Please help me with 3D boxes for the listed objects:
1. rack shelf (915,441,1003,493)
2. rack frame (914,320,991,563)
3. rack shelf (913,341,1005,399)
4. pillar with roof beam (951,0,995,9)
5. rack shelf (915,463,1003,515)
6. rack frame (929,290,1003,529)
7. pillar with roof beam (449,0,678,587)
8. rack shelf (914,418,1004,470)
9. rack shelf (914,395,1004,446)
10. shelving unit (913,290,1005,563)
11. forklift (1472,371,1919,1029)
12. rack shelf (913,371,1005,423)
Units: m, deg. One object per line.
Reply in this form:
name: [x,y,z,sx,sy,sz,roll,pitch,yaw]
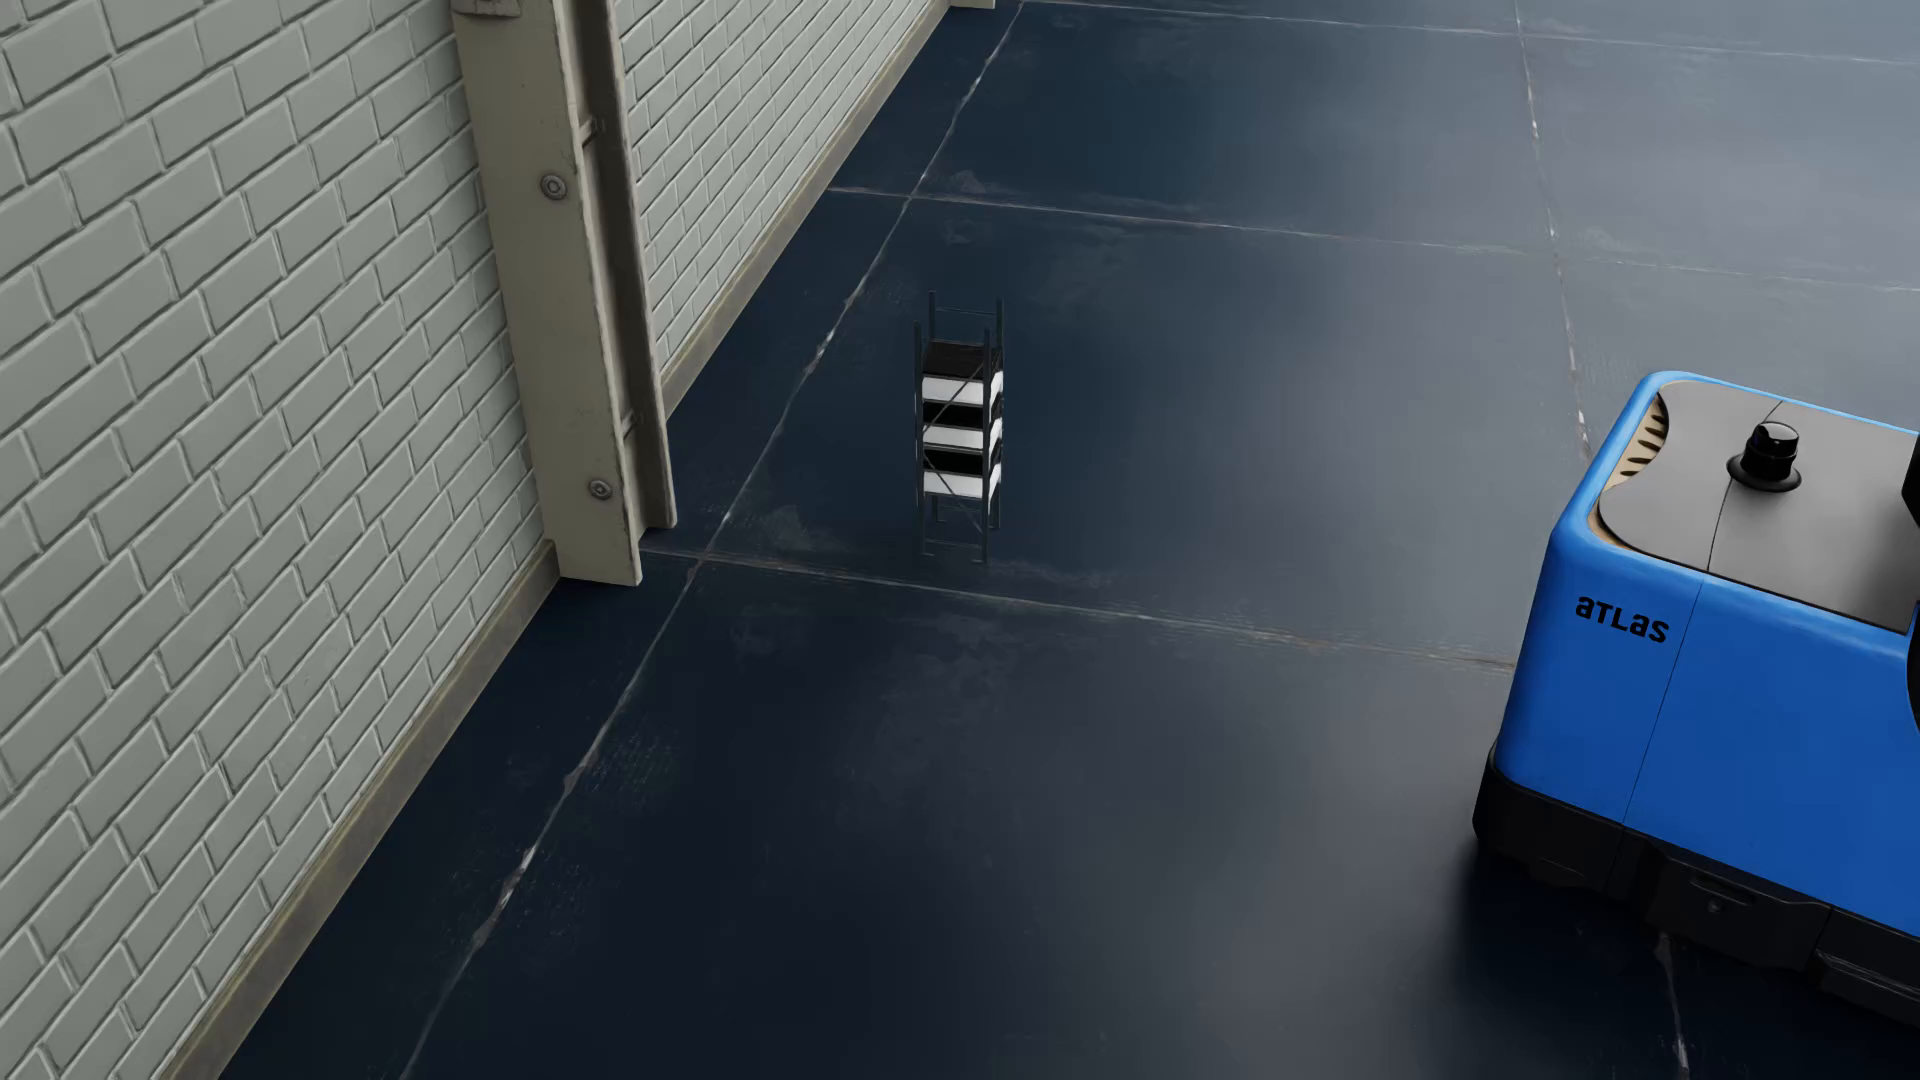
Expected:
rack shelf: [-0.002,-0.260,5.552,0.258,0.077,0.200,7,37,10]
rack frame: [-0.023,-0.301,5.399,0.240,0.900,0.006,7,37,10]
rack shelf: [-0.002,-0.551,5.341,0.258,0.077,0.200,7,37,10]
pillar with roof beam: [4.304,-6.521,7.080,9.100,9.000,0.400,7,37,10]
rack shelf: [-0.002,-0.187,5.605,0.258,0.077,0.200,7,37,10]
rack frame: [0.020,-0.418,5.560,0.240,0.900,0.006,7,37,10]
pillar with roof beam: [3.022,-3.082,2.334,9.100,9.000,0.400,7,37,10]
rack shelf: [-0.002,-0.333,5.499,0.258,0.077,0.200,7,37,10]
rack shelf: [-0.002,-0.406,5.446,0.258,0.077,0.200,7,37,10]
shelving unit: [-0.002,-0.360,5.479,0.258,0.900,0.210,7,37,10]
forklift: [2.922,-0.107,3.400,3.031,2.935,1.130,20,41,26]
rack shelf: [-0.002,-0.478,5.393,0.258,0.077,0.200,7,37,10]
